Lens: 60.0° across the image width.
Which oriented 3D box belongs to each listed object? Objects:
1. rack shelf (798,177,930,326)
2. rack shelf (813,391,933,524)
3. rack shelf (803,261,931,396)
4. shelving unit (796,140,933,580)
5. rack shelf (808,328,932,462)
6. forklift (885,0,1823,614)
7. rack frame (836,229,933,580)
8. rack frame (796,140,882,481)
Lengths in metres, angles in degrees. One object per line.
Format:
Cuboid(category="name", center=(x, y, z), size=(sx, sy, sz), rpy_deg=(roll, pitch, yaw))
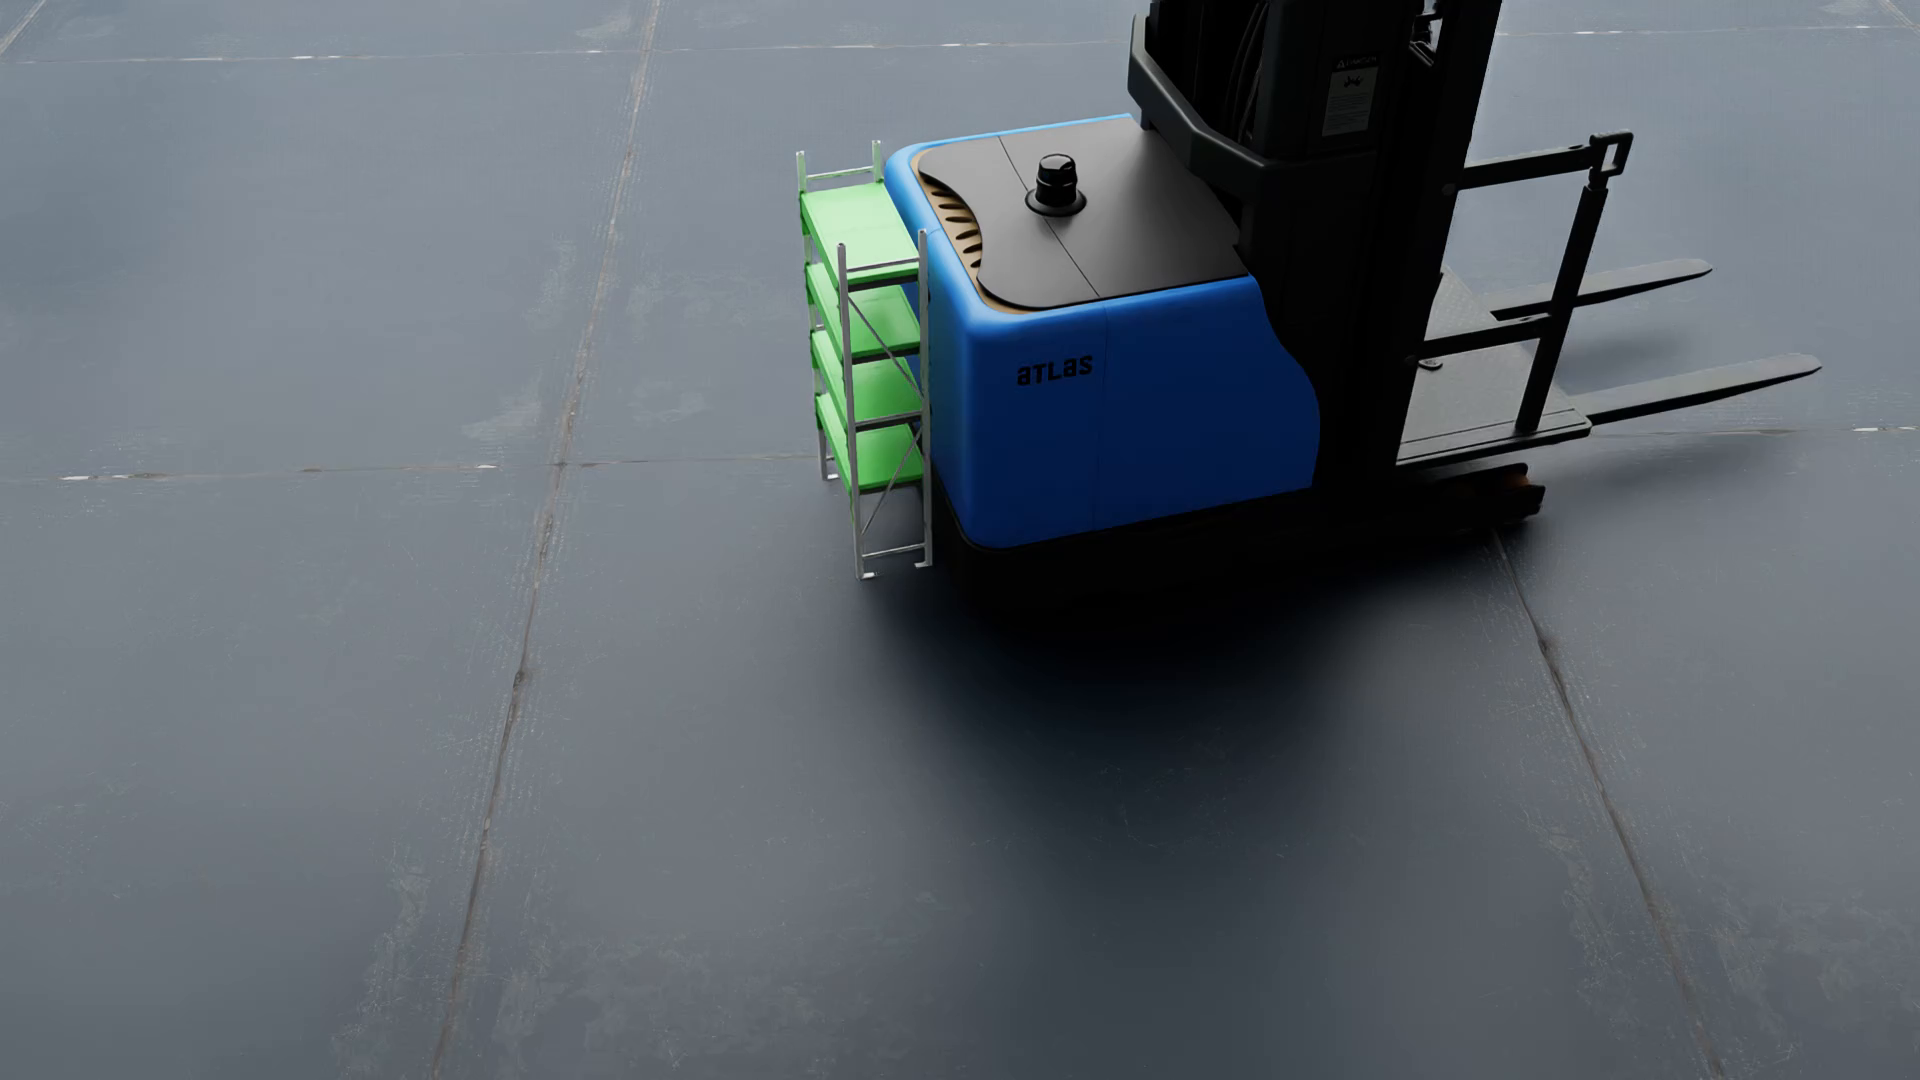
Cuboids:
Cuboid(category="rack shelf", center=(-0.272, -0.811, 4.630), size=(0.258, 0.148, 0.480), rpy_deg=(-11, 44, -12))
Cuboid(category="rack shelf", center=(-0.271, -0.280, 5.117), size=(0.258, 0.148, 0.480), rpy_deg=(-11, 44, -12))
Cuboid(category="rack shelf", center=(-0.272, -0.634, 4.793), size=(0.258, 0.148, 0.480), rpy_deg=(-11, 44, -12))
Cuboid(category="shelving unit", center=(-0.272, -0.504, 4.912), size=(0.258, 1.200, 0.503), rpy_deg=(-11, 44, -12))
Cuboid(category="rack shelf", center=(-0.272, -0.457, 4.955), size=(0.258, 0.148, 0.480), rpy_deg=(-11, 44, -12))
Cuboid(category="forklift", center=(1.339, -1.426, 4.636), size=(3.031, 2.935, 1.130), rpy_deg=(-11, 44, -12))
Cuboid(category="rack frame", center=(-0.203, -0.346, 4.739), size=(0.240, 1.200, 0.015), rpy_deg=(-11, 44, -12))
Cuboid(category="rack frame", center=(-0.341, -0.662, 5.084), size=(0.240, 1.200, 0.015), rpy_deg=(-11, 44, -12))
